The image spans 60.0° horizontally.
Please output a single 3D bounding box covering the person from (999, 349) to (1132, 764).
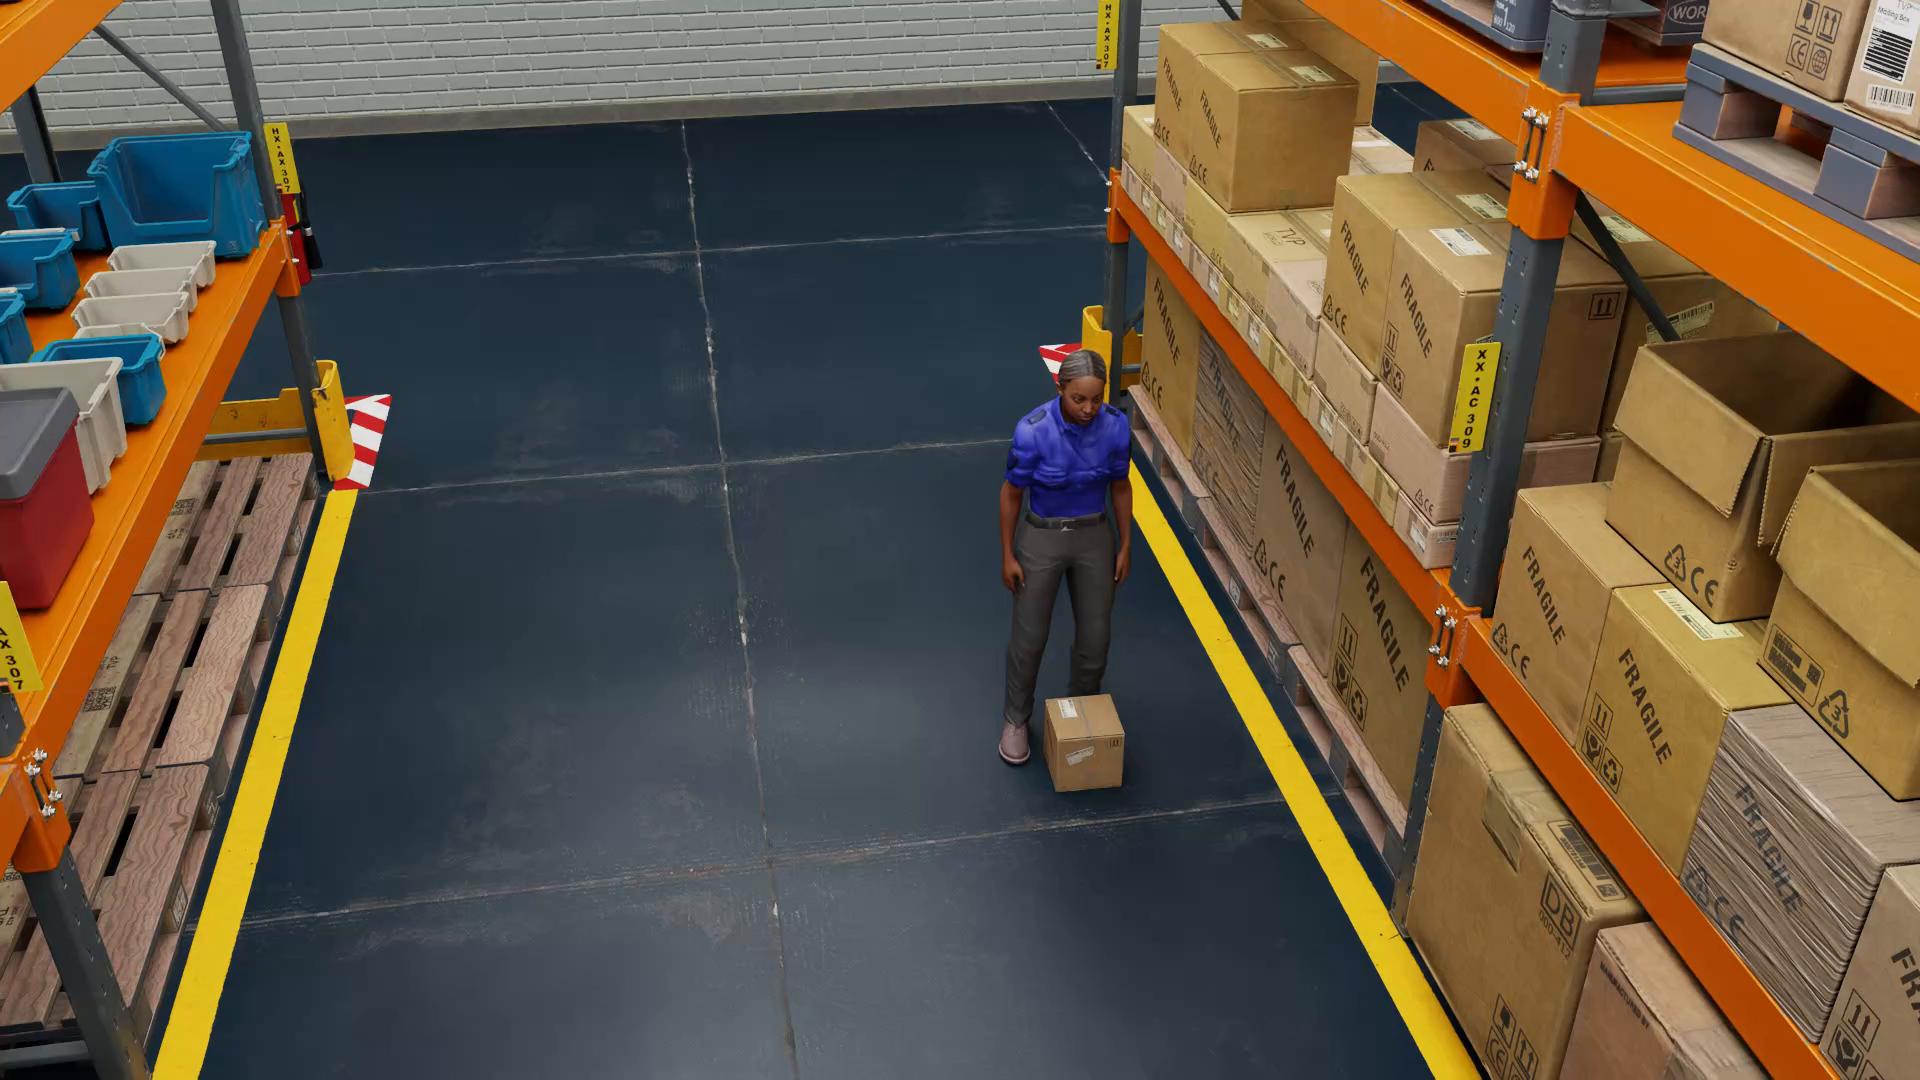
[{"bbox_3d":[0.383,0.044,6.063,0.505,1.654,0.352,-5,31,-9],"label":"person"}]
